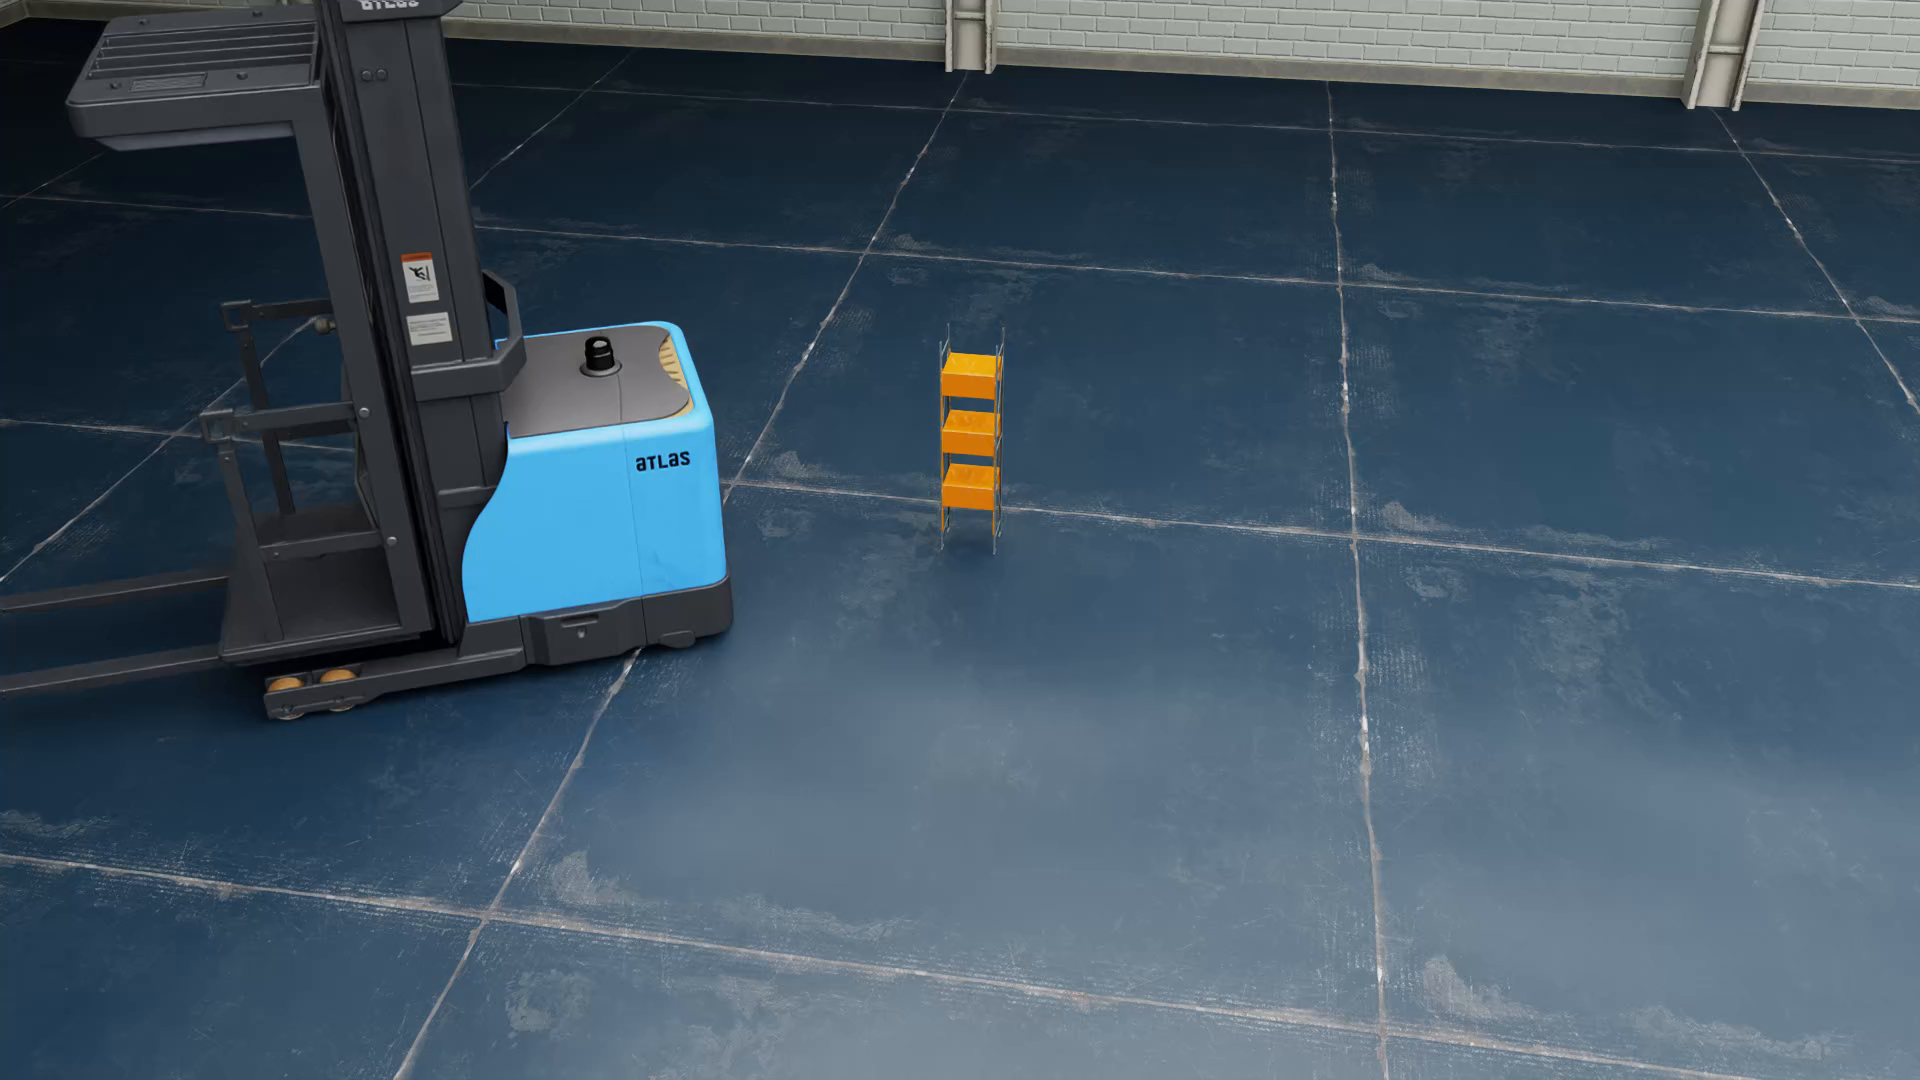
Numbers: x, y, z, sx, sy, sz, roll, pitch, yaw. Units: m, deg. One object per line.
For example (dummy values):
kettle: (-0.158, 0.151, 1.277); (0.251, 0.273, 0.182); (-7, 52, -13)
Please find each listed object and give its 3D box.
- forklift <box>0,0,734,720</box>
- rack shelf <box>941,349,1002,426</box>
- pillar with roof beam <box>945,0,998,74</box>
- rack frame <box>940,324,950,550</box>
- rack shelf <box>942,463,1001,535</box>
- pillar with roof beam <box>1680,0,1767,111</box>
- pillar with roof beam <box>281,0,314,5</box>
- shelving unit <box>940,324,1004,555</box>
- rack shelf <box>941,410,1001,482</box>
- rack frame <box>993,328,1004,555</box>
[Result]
forklift: (-2.537, -0.841, 6.331); (3.031, 2.935, 1.130); (-9, 33, -14)
rack shelf: (0.053, -0.672, 7.319); (0.240, 0.259, 0.215); (5, 32, 8)
pillar with roof beam: (-0.629, -5.599, 8.213); (0.400, 9.000, 9.100); (5, 32, 8)
rack frame: (-0.068, -0.451, 7.481); (0.008, 1.050, 0.200); (5, 32, 8)
rack shelf: (0.053, -0.196, 7.617); (0.240, 0.259, 0.215); (5, 32, 8)
pillar with roof beam: (5.285, -5.063, 7.357); (0.400, 9.000, 9.100); (5, 32, 8)
pillar with roof beam: (-6.544, -6.134, 9.069); (0.400, 9.000, 9.100); (5, 32, 8)
shelving unit: (0.053, -0.440, 7.464); (0.252, 1.050, 0.215); (5, 32, 8)
rack shelf: (0.053, -0.431, 7.469); (0.240, 0.259, 0.215); (5, 32, 8)
rack frame: (0.173, -0.429, 7.446); (0.008, 1.050, 0.200); (5, 32, 8)
